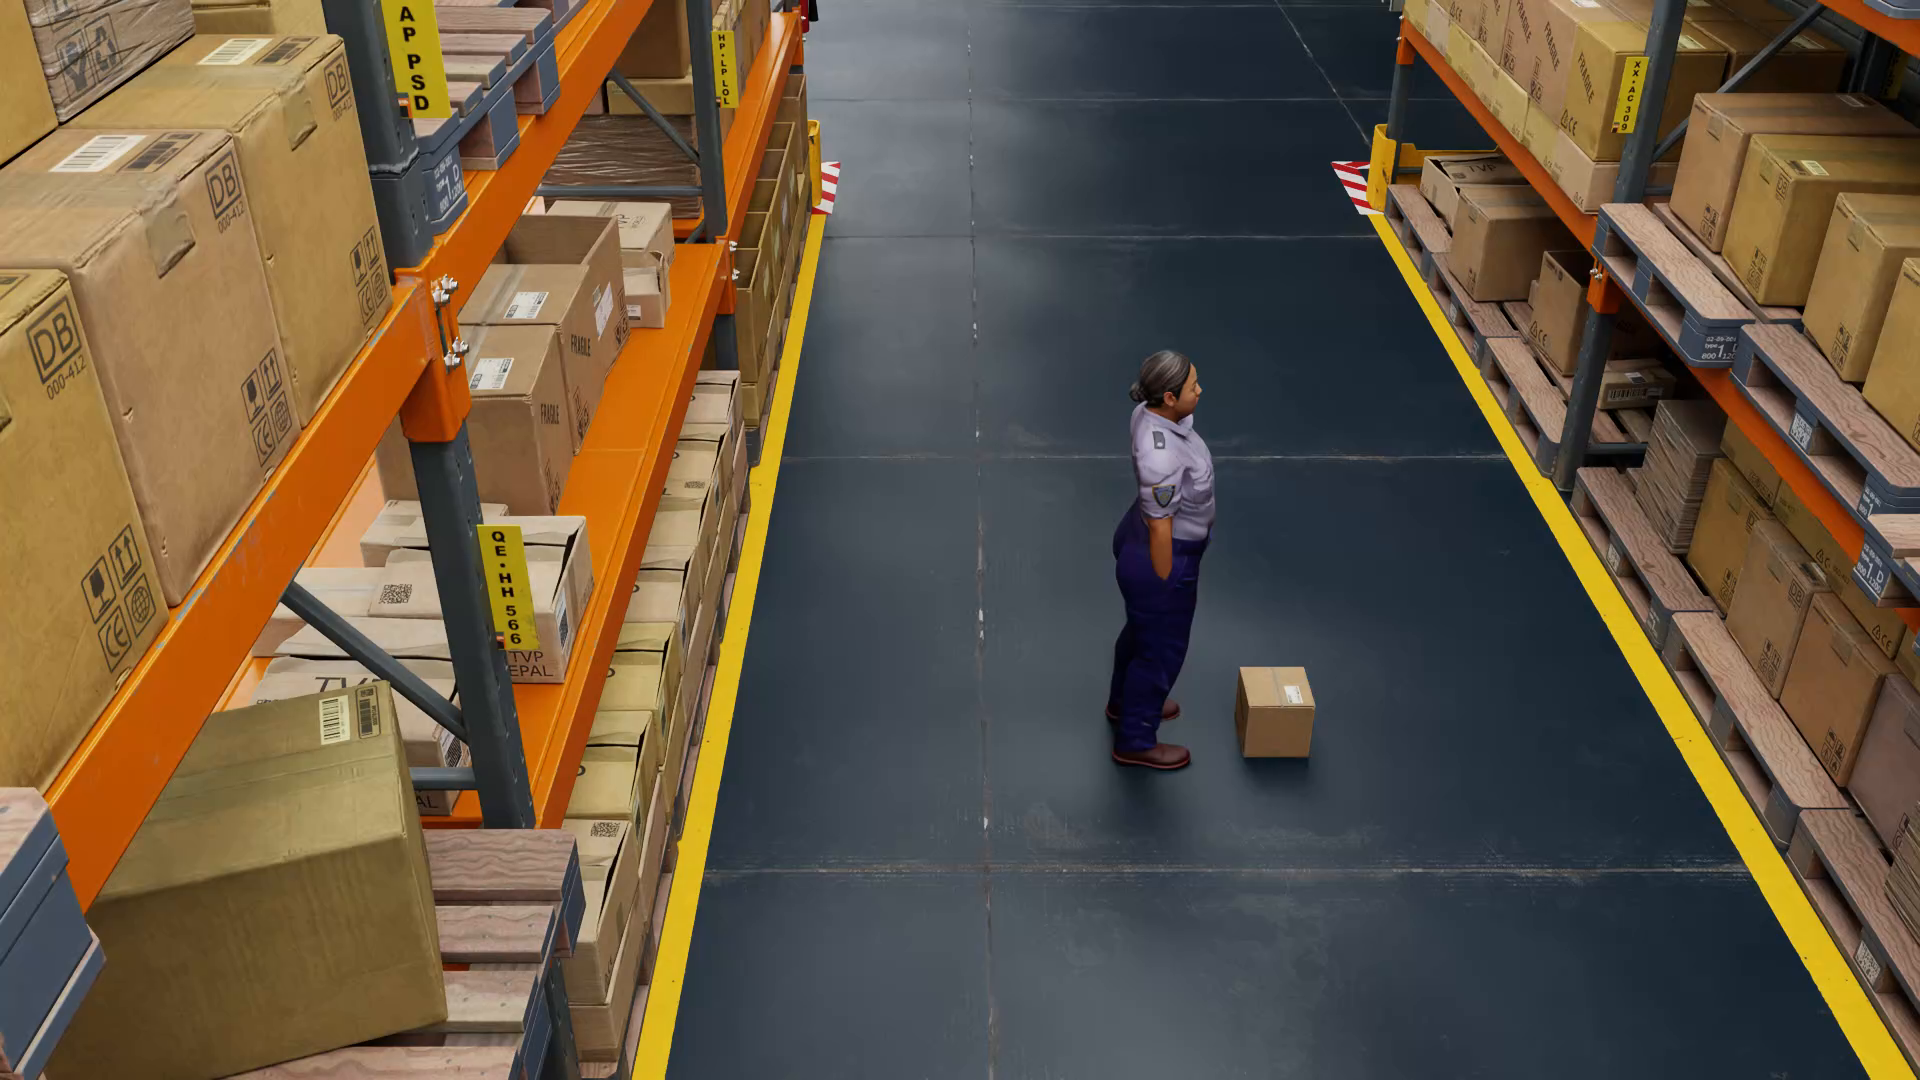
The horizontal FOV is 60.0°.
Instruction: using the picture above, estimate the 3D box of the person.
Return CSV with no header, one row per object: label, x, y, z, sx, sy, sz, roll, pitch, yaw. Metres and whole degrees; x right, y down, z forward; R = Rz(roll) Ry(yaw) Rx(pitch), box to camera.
person,0.732,0.068,6.048,0.343,1.653,0.469,1,32,1
